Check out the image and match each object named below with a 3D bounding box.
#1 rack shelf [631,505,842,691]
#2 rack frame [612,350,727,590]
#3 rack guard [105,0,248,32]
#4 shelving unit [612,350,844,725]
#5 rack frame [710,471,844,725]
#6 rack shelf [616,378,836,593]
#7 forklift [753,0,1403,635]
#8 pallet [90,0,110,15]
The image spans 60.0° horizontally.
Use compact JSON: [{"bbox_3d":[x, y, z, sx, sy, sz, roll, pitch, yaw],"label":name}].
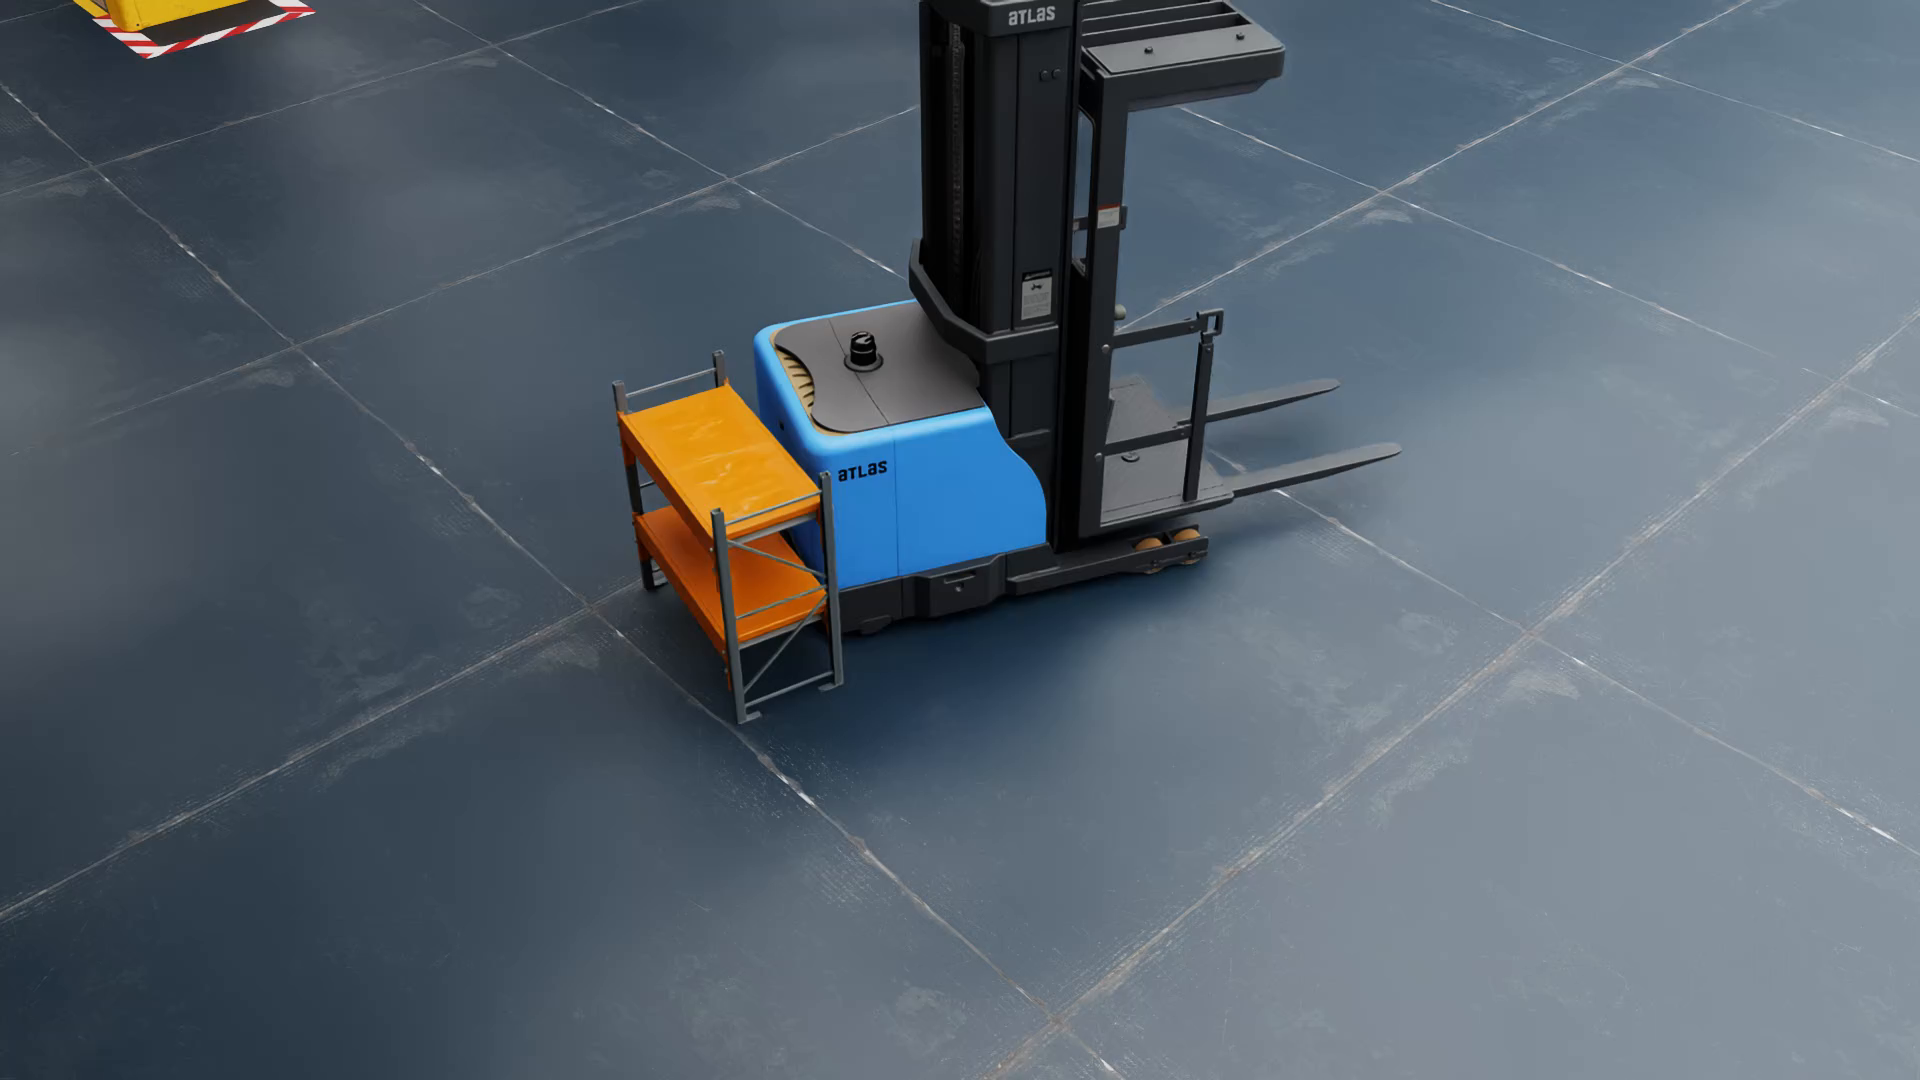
[{"bbox_3d":[-0.983,0.169,7.241,0.538,0.278,1.000,-20,43,-23],"label":"rack shelf"},{"bbox_3d":[-1.241,-0.296,7.429,0.500,1.125,0.032,-20,43,-23],"label":"rack frame"},{"bbox_3d":[-6.089,-4.417,13.029,1.175,0.500,0.348,-30,48,-32],"label":"rack guard"},{"bbox_3d":[-0.983,-0.021,7.088,0.538,1.125,1.048,-20,43,-23],"label":"shelving unit"},{"bbox_3d":[-0.725,0.254,6.747,0.500,1.125,0.032,-20,43,-23],"label":"rack frame"},{"bbox_3d":[-0.983,-0.249,6.904,0.538,0.278,1.000,-20,43,-23],"label":"rack shelf"},{"bbox_3d":[0.636,-1.284,7.214,3.031,2.935,1.130,-13,41,-15],"label":"forklift"},{"bbox_3d":[-6.653,-4.652,13.549,1.003,0.211,1.213,-30,48,-32],"label":"pallet"}]
